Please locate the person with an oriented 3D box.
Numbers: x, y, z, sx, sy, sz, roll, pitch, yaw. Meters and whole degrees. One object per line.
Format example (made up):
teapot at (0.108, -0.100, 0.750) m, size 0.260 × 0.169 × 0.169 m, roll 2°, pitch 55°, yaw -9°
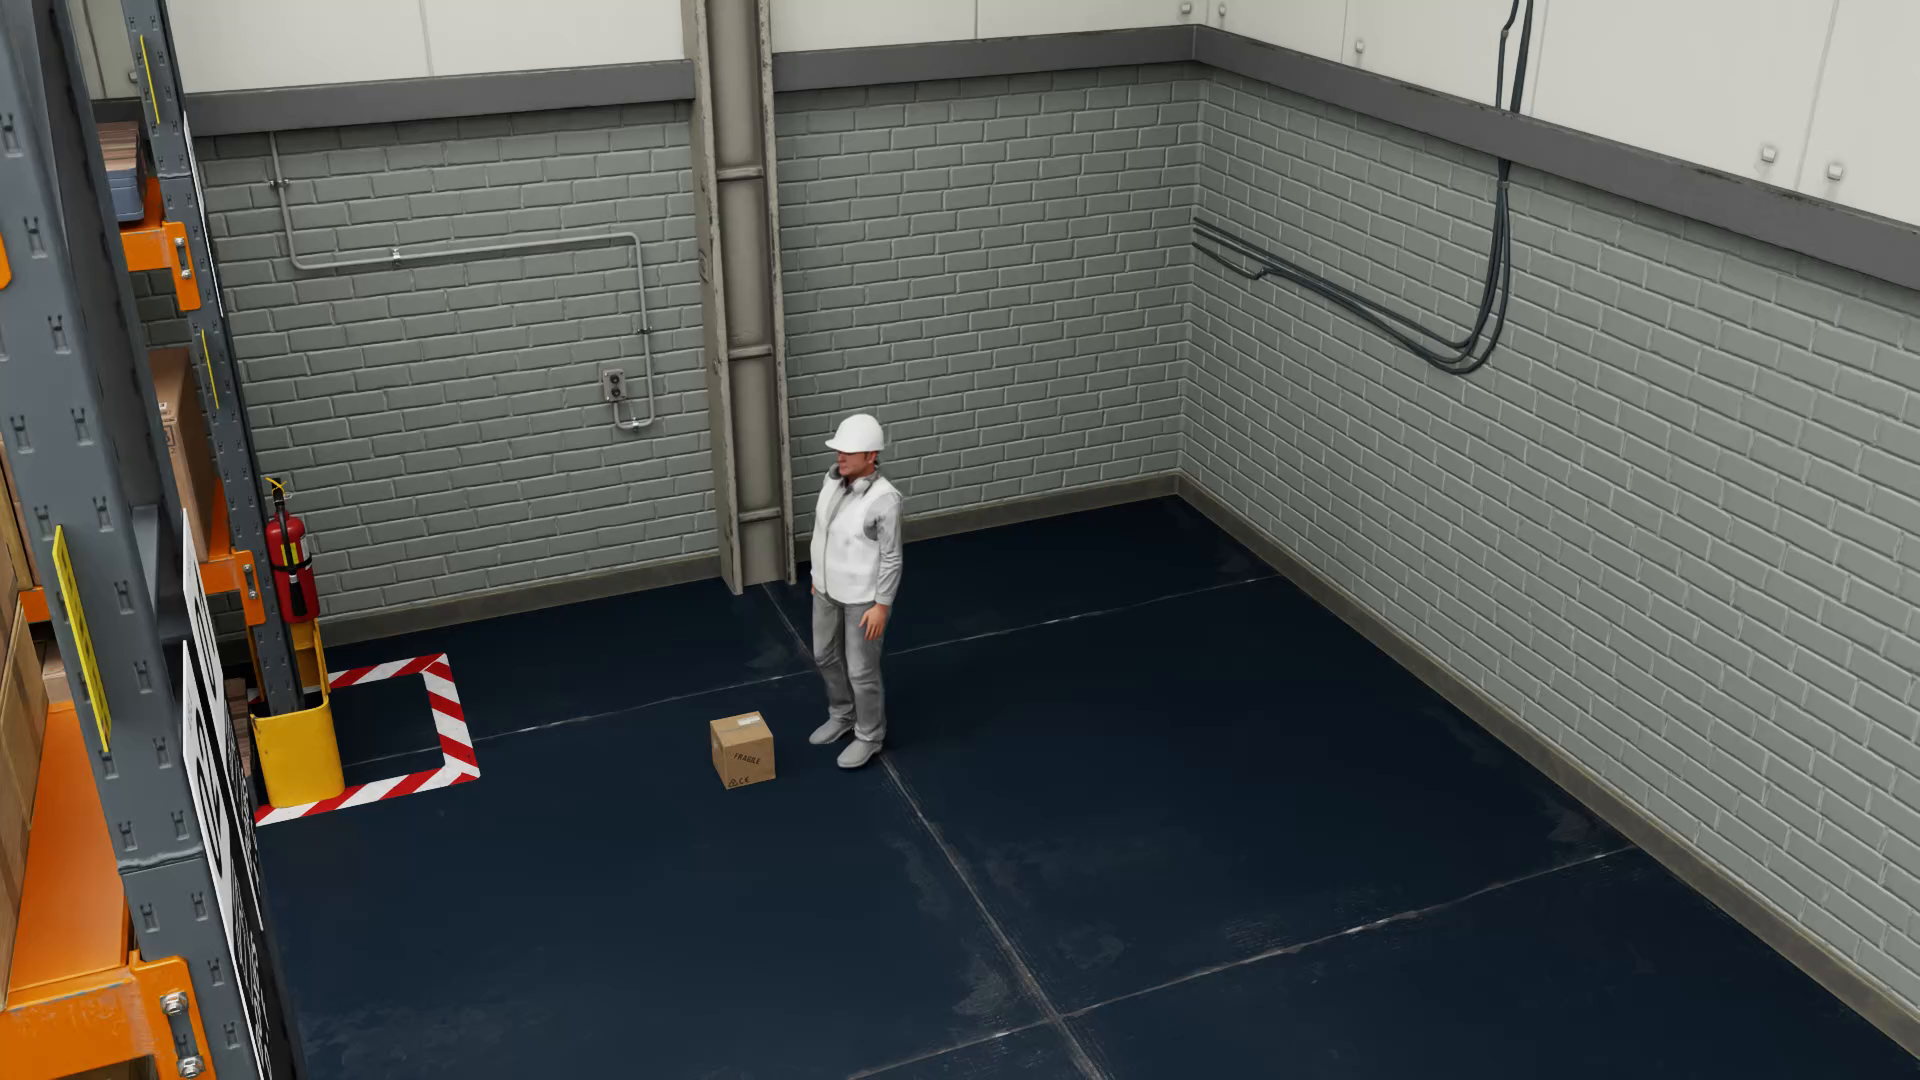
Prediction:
person at (-0.532, 0.263, 8.020) m, size 0.408 × 1.805 × 0.571 m, roll -22°, pitch 33°, yaw -38°
